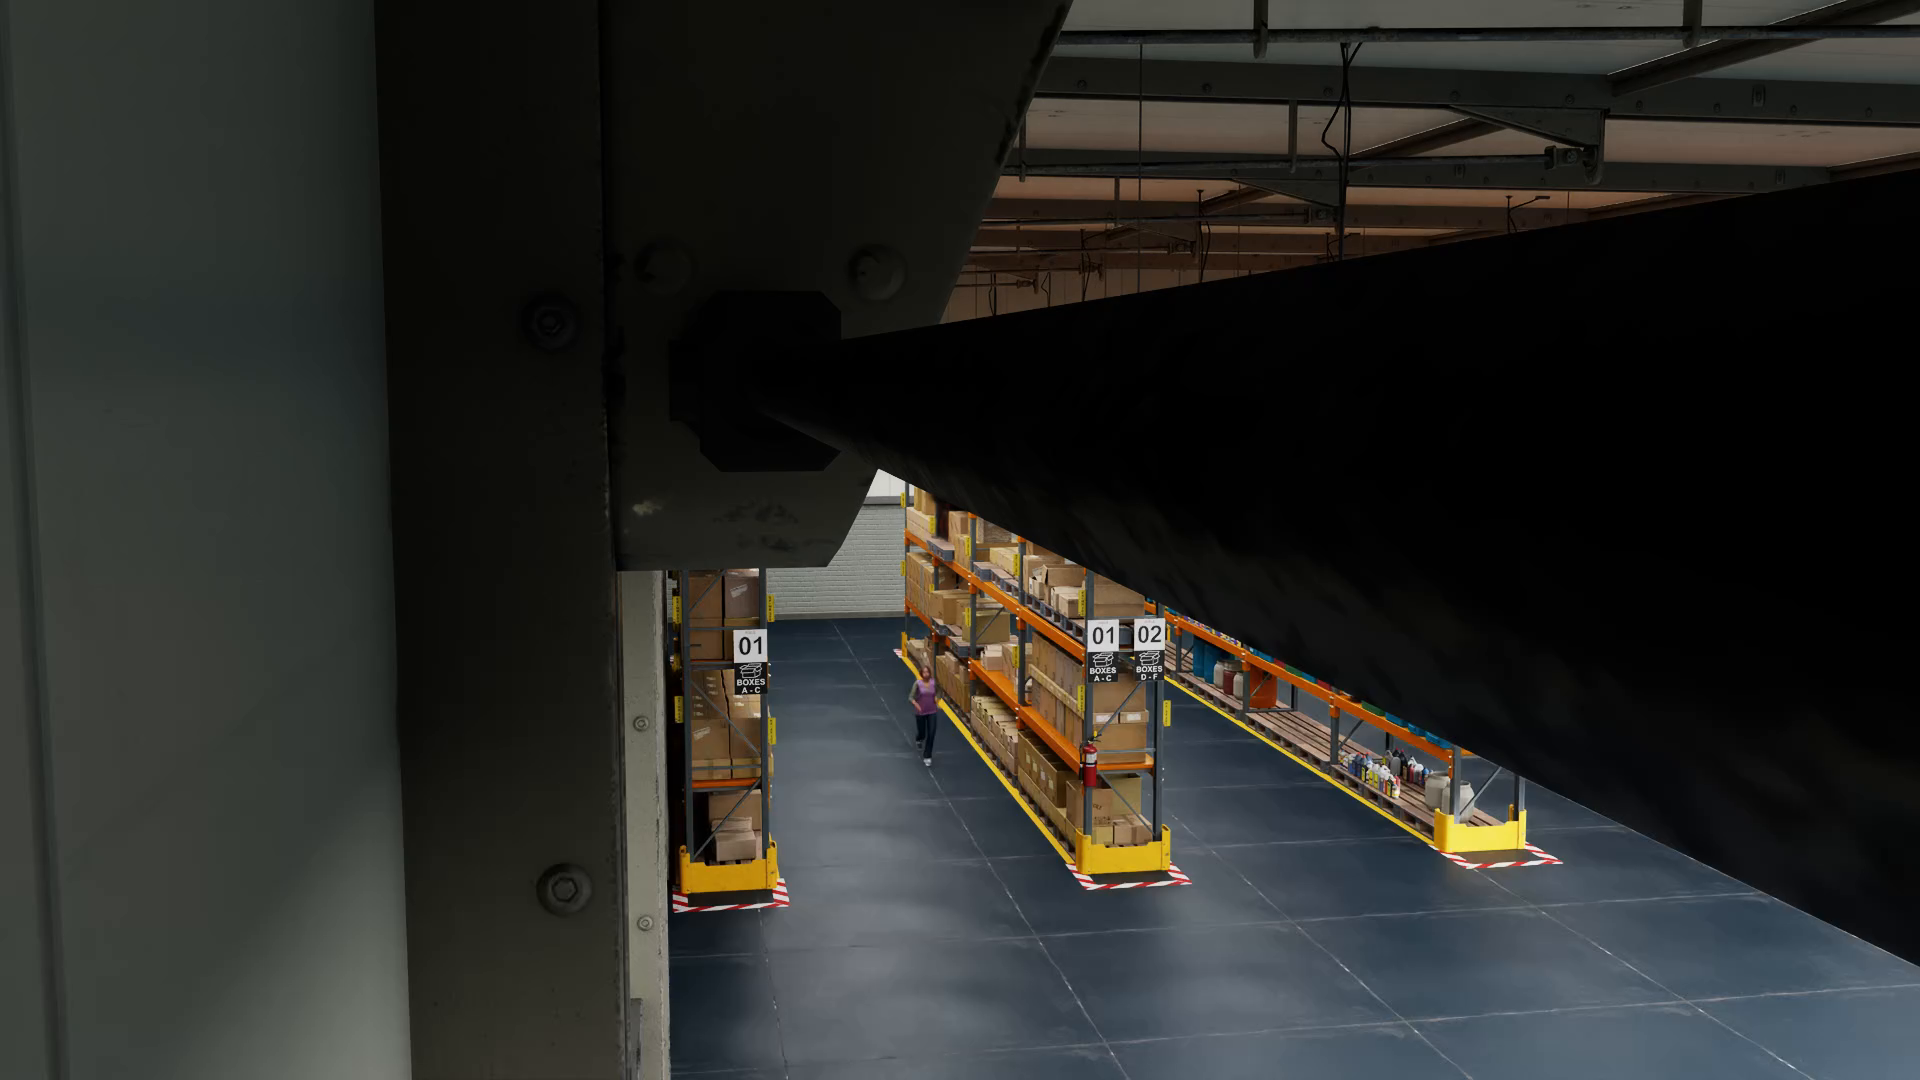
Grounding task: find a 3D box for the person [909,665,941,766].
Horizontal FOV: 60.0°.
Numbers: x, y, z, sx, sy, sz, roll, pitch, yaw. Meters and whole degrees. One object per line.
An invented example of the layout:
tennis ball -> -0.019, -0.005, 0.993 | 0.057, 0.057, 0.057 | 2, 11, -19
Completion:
person -> -0.553, 2.791, 26.699 | 0.547, 1.584, 0.723 | -1, 6, -13
